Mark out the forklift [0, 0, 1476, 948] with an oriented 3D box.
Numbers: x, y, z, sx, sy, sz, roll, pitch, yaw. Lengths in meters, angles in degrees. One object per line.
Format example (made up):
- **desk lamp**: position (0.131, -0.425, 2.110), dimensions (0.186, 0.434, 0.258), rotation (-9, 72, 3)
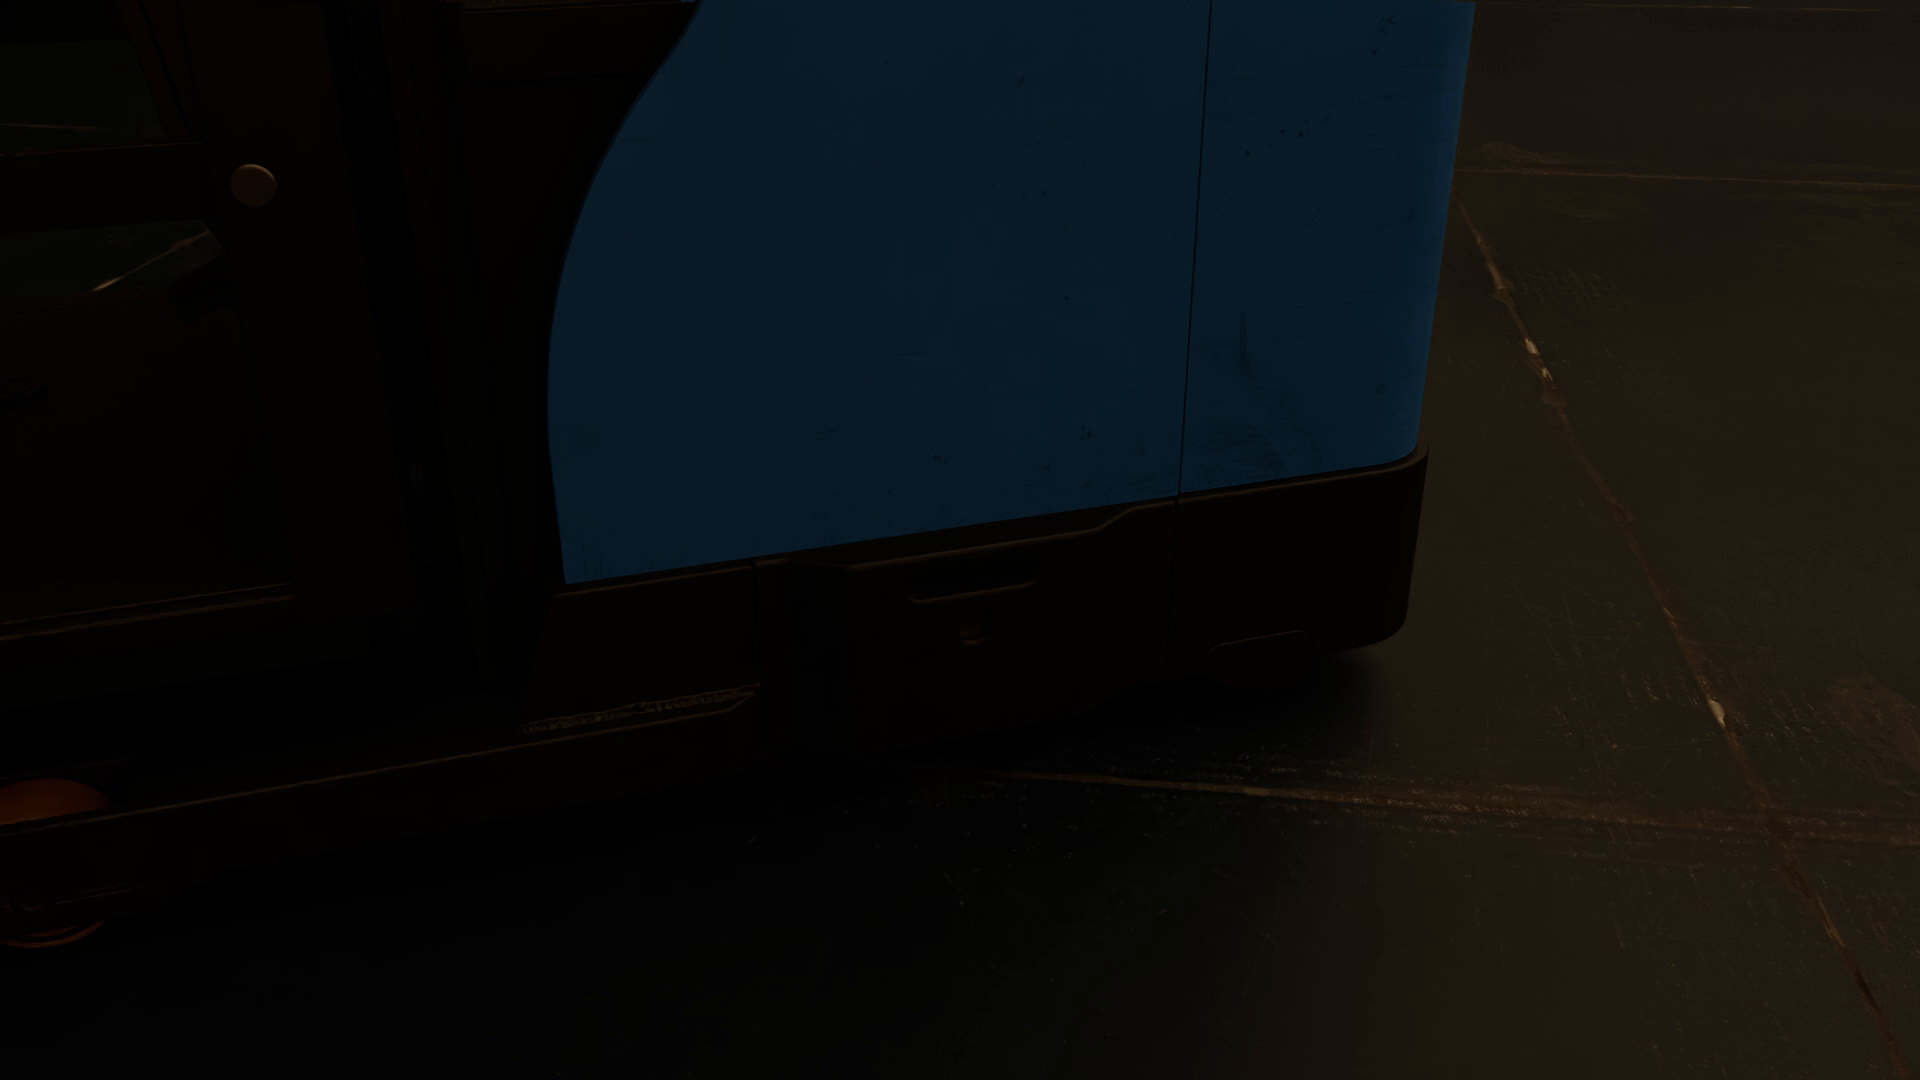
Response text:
- **forklift**: position (-0.997, -1.139, 1.499), dimensions (3.031, 2.935, 1.130), rotation (-8, 28, -16)
